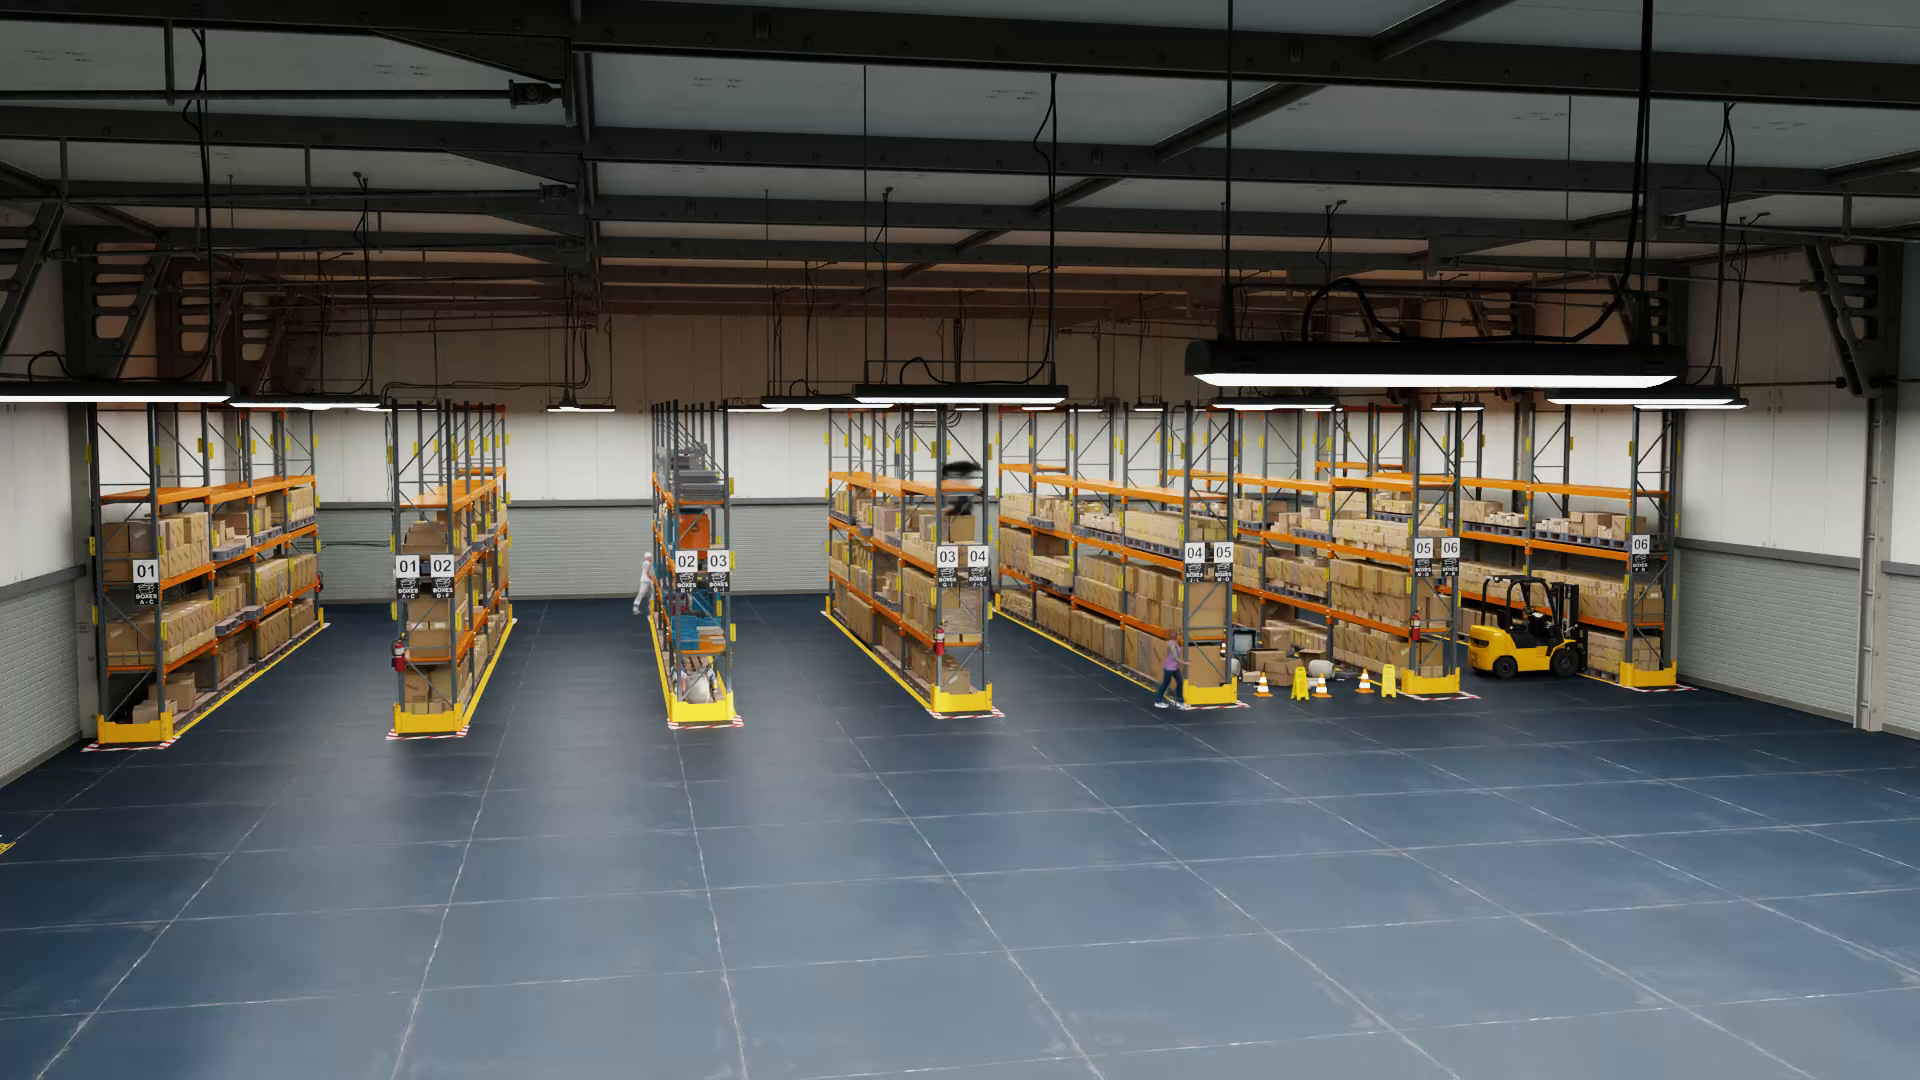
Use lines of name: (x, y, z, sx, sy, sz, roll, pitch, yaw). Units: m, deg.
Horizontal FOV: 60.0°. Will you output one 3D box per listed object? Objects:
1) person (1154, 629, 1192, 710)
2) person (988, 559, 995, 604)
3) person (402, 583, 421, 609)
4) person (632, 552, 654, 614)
person: (4.132, 2.505, 32.198, 0.754, 1.603, 0.497, 2, 5, 22)
person: (0.763, 1.114, 49.363, 0.612, 1.666, 0.959, 4, 6, 43)
person: (-15.754, 1.302, 48.007, 0.790, 1.684, 0.600, 1, 4, 9)
person: (-8.958, 1.219, 47.494, 0.802, 1.752, 0.601, -1, 4, -8)
